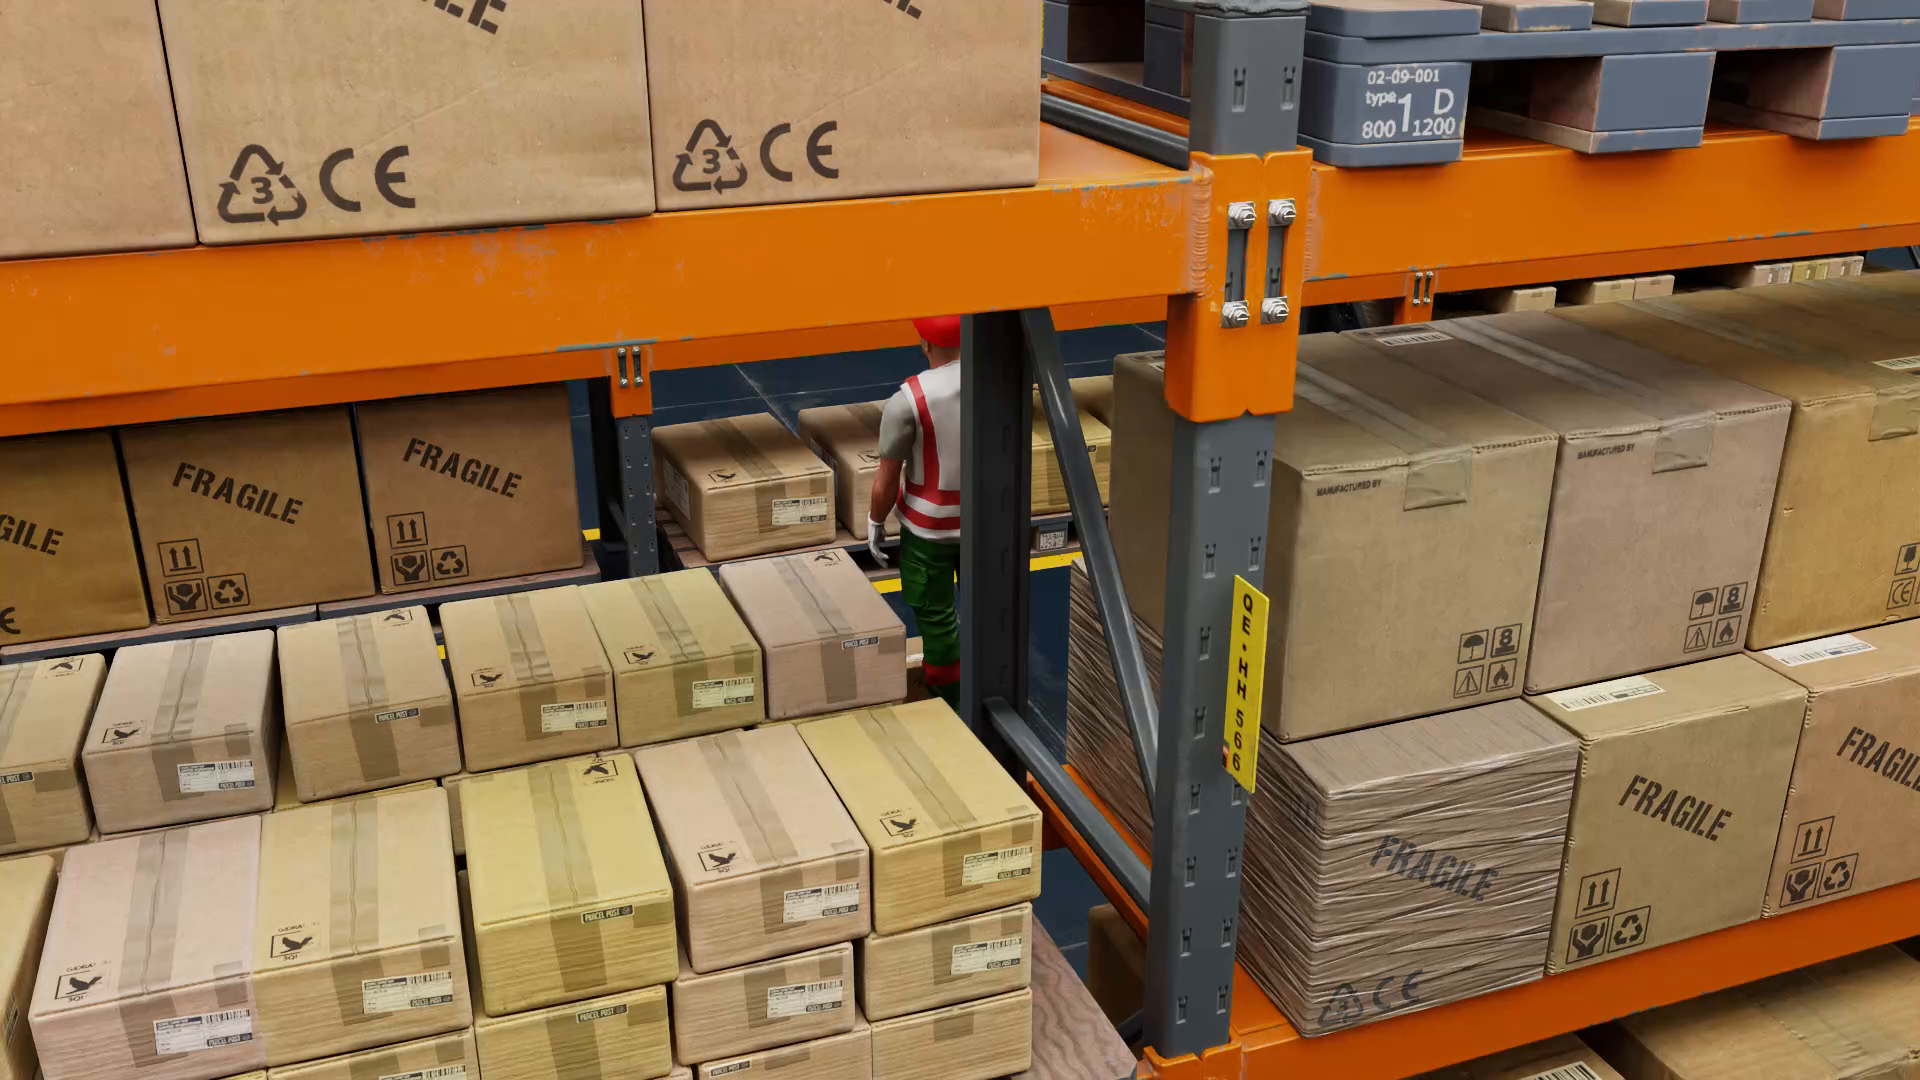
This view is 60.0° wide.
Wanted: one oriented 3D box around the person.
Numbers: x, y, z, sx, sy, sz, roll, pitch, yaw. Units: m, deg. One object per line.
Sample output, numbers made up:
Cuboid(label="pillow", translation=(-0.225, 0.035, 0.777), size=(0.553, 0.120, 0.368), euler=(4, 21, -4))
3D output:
Cuboid(label="person", translation=(-0.059, -0.097, 6.271), size=(0.638, 1.790, 0.561), euler=(-8, 24, -19))
